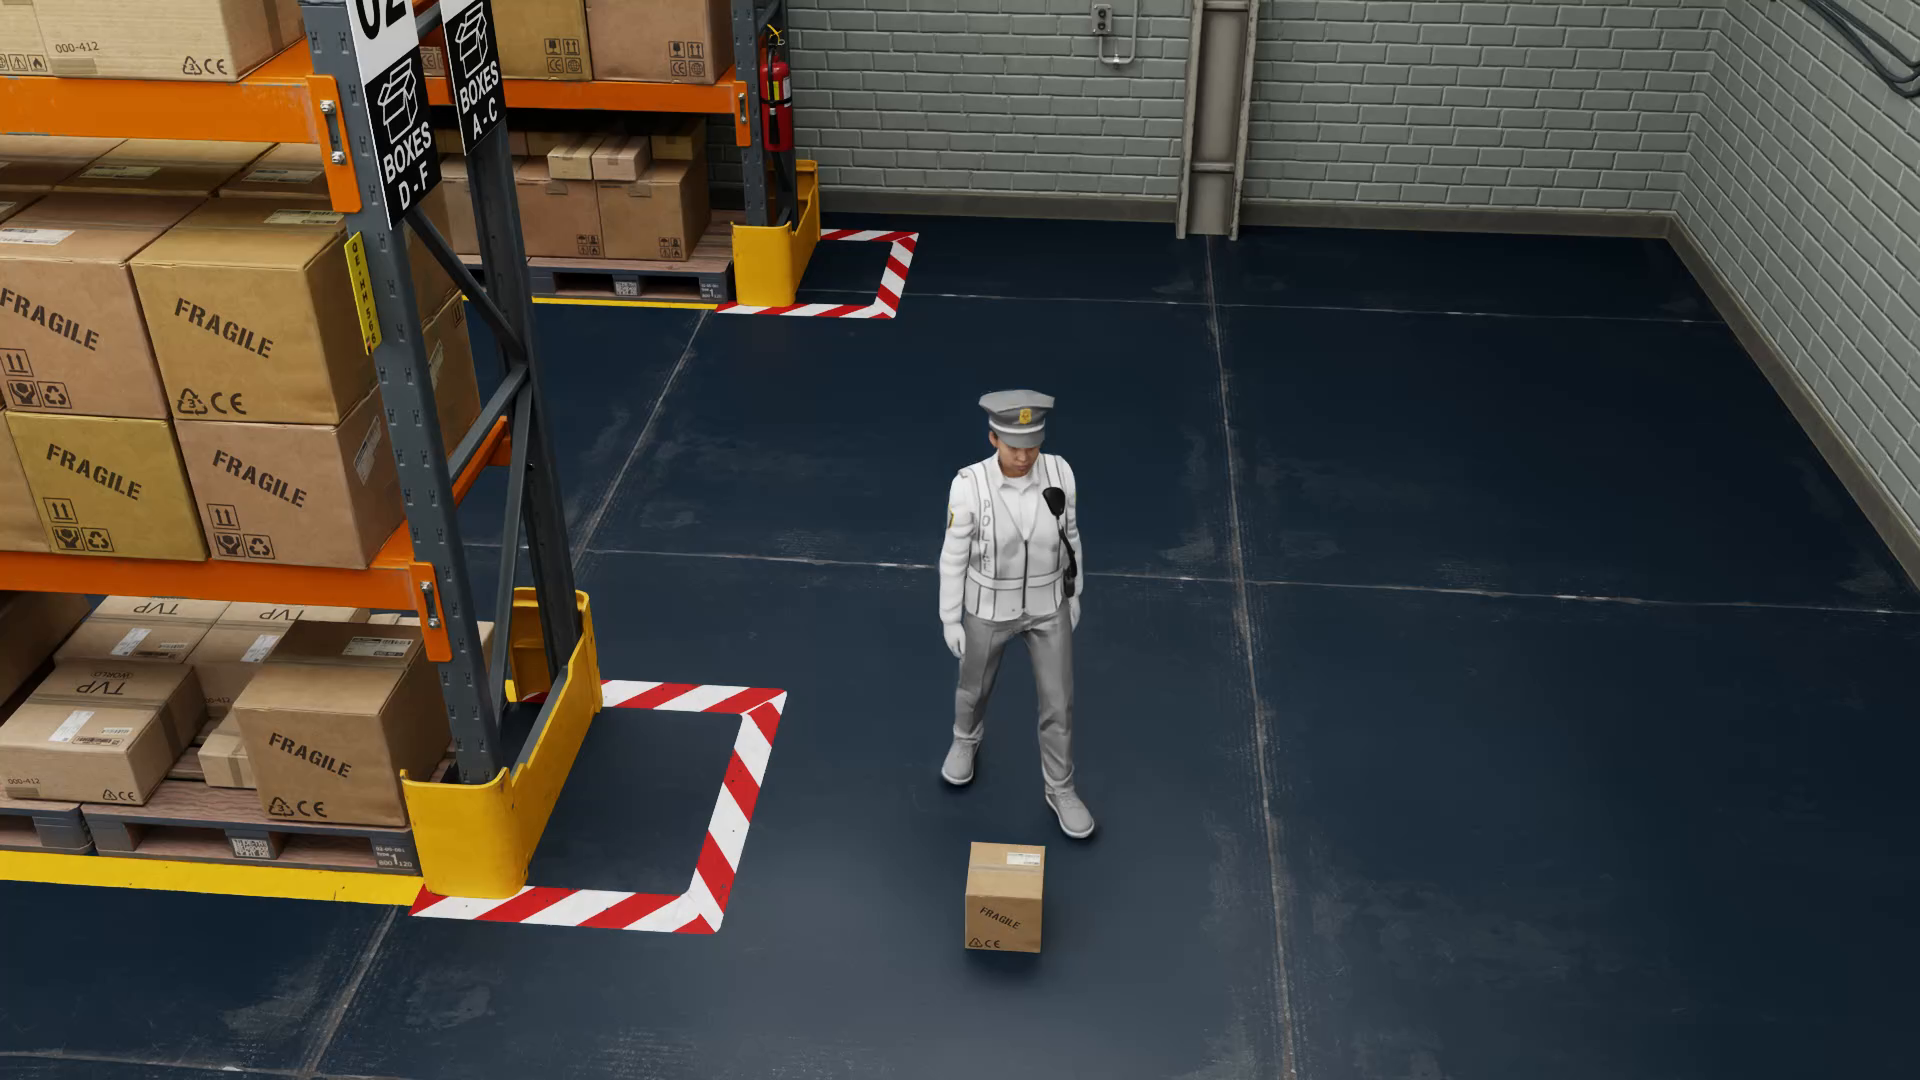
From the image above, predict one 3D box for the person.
[{"bbox_3d":[0.185,0.230,5.726,0.522,1.664,0.639,-6,33,-9],"label":"person"}]
